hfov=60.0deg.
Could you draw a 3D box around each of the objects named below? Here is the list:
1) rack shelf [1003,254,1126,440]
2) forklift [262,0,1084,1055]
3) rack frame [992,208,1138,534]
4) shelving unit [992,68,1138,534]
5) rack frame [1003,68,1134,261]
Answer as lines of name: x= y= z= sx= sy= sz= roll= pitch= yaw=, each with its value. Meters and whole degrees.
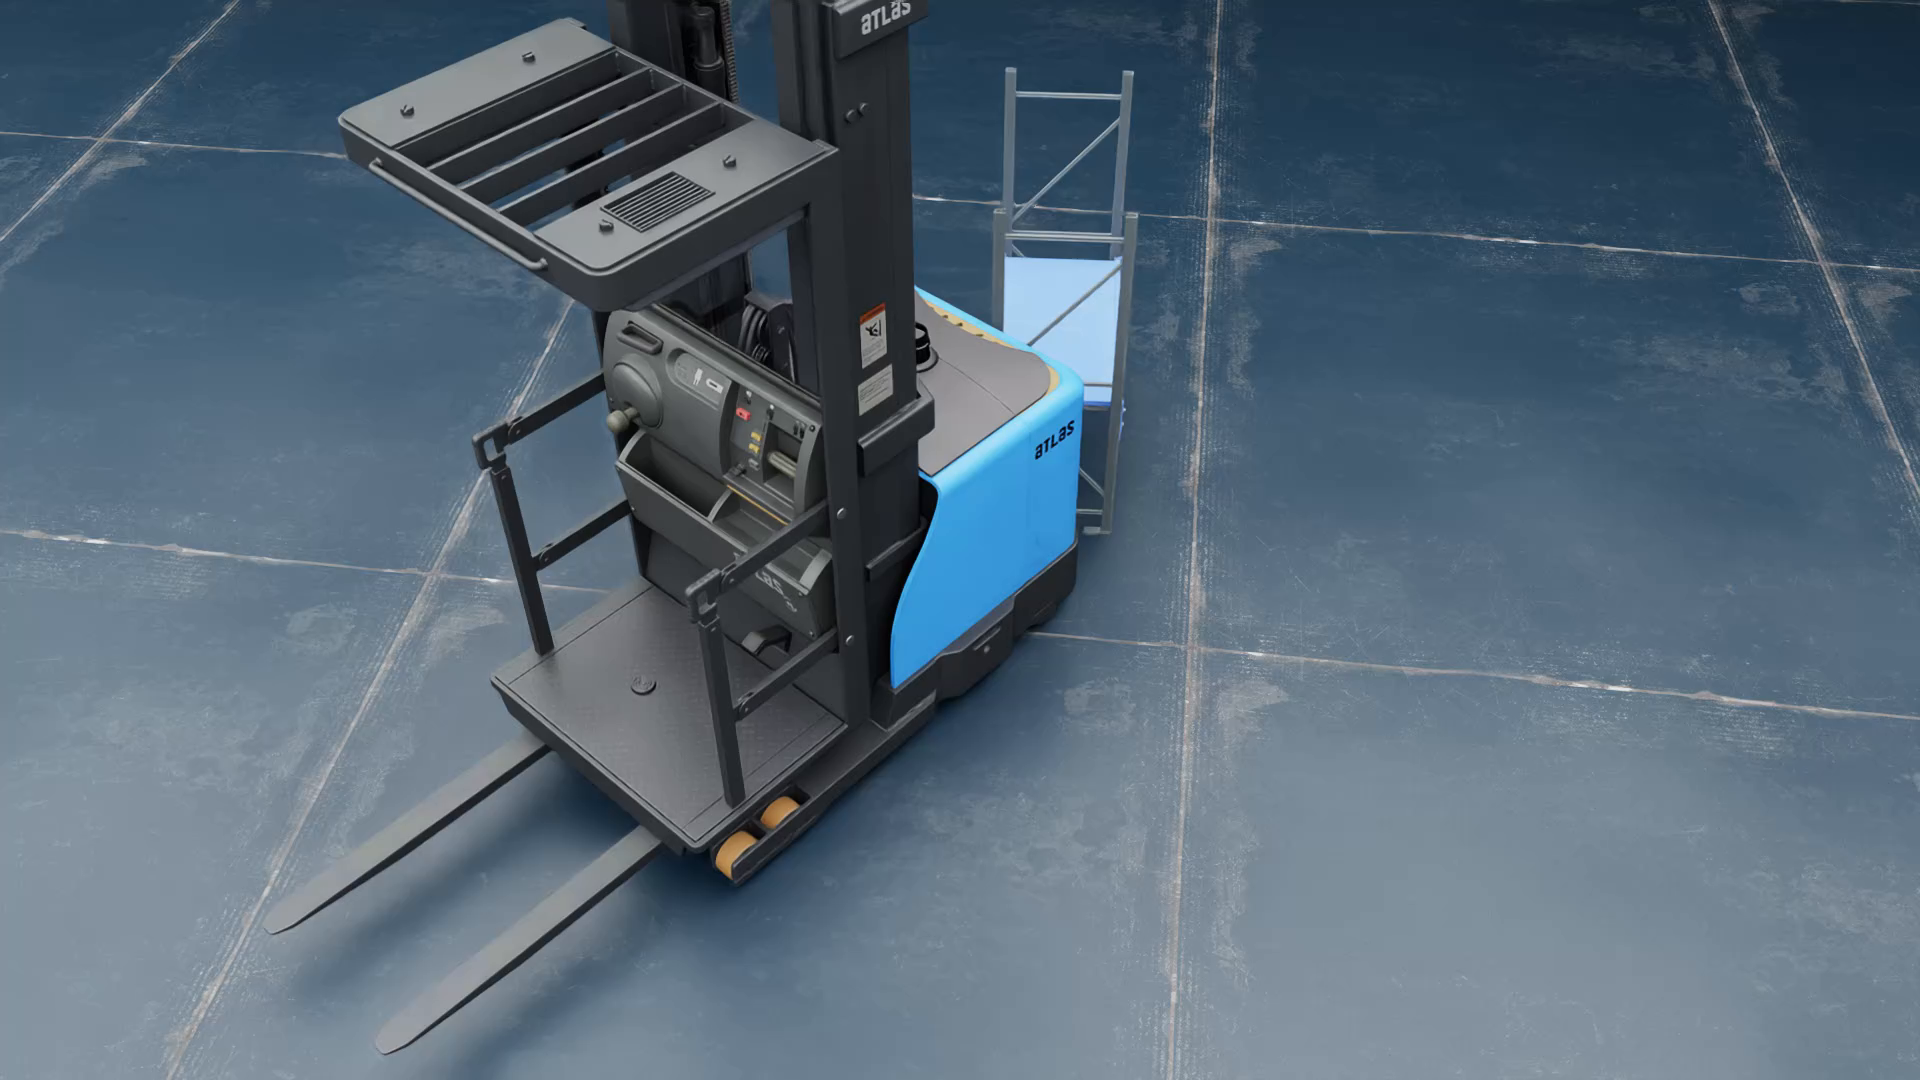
rack shelf: x=0.398 y=-0.809 z=6.775 sx=0.538 sy=0.185 sz=1.000 roll=2 pitch=43 yaw=3
forklift: x=-0.910 y=-0.328 z=4.964 sx=1.130 sy=2.935 sz=3.031 roll=32 pitch=52 yaw=29
rack frame: x=0.367 y=-0.590 z=6.283 sx=0.500 sy=1.500 sz=0.032 roll=2 pitch=43 yaw=3
shelving unit: x=0.398 y=-0.939 z=6.651 sx=0.538 sy=1.500 sz=1.048 roll=2 pitch=43 yaw=3
rack frame: x=0.429 y=-1.288 z=7.019 sx=0.500 sy=1.500 sz=0.032 roll=2 pitch=43 yaw=3
